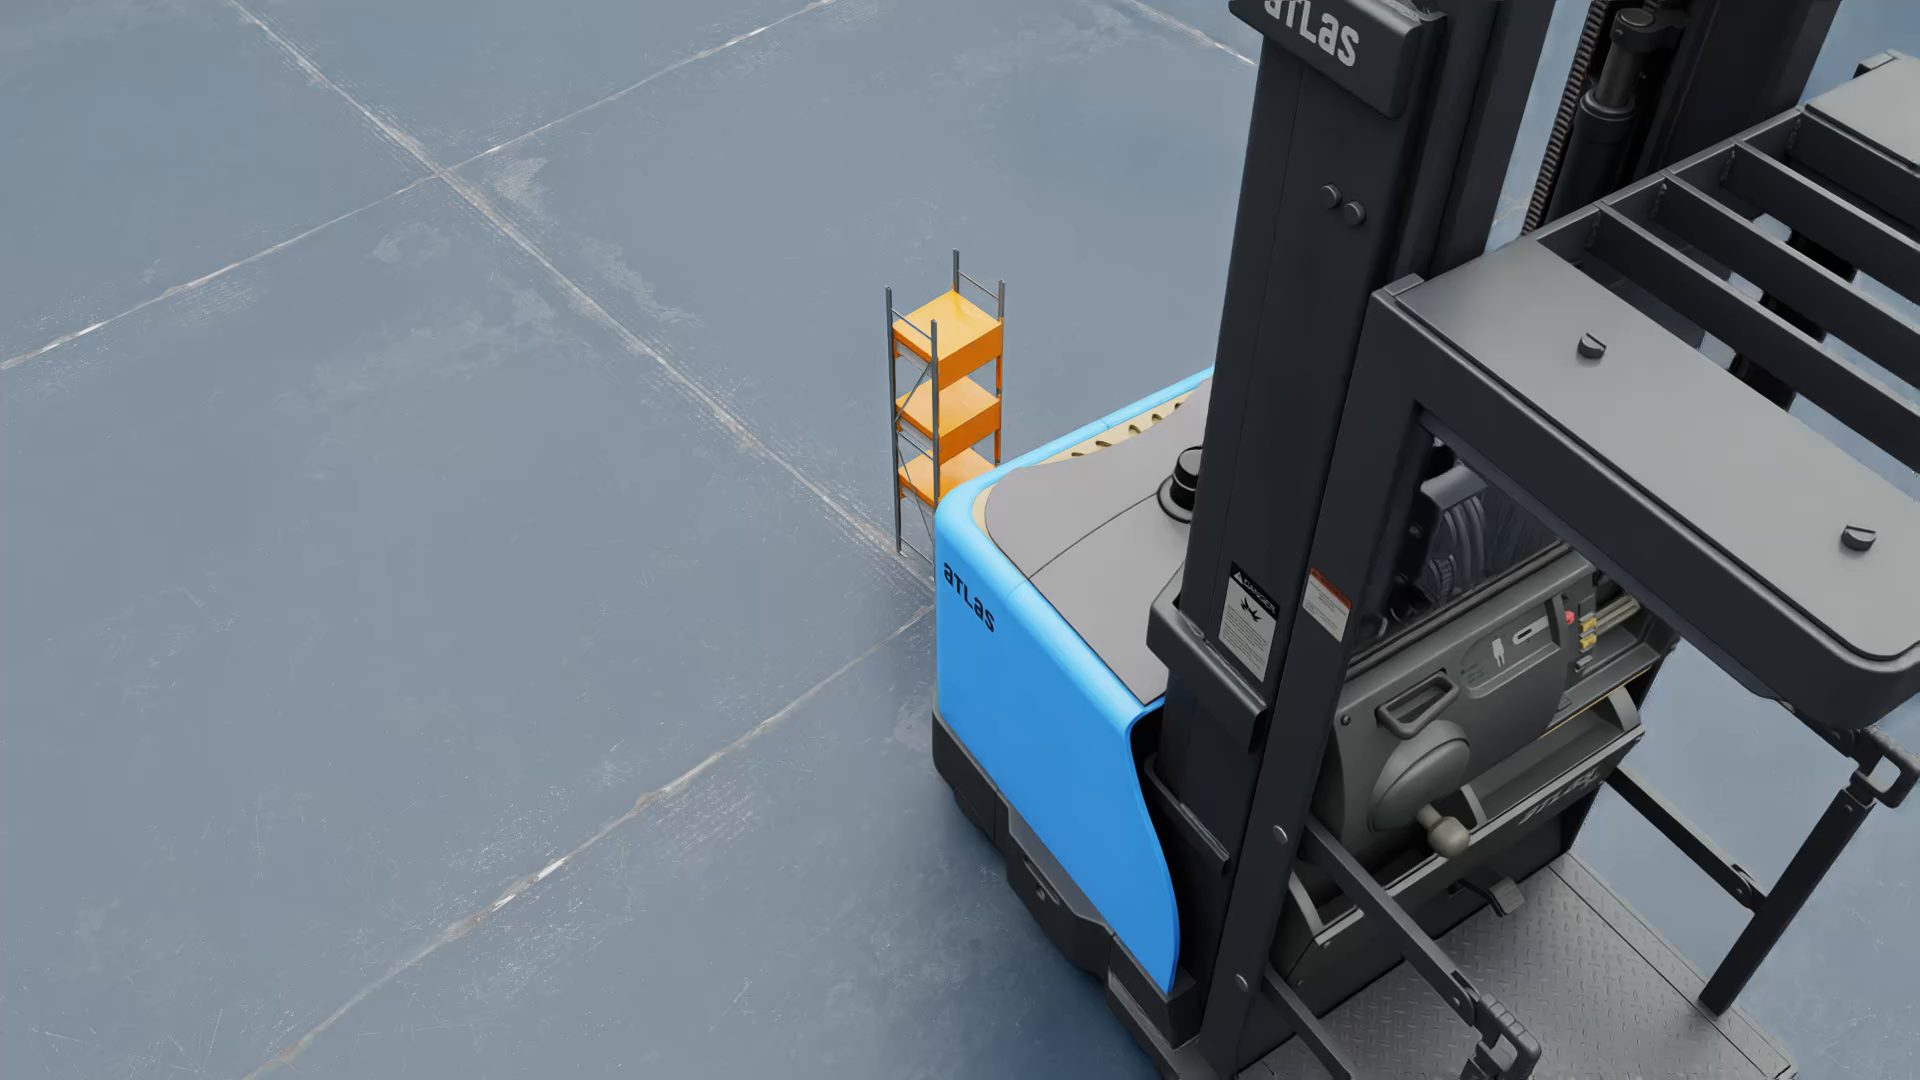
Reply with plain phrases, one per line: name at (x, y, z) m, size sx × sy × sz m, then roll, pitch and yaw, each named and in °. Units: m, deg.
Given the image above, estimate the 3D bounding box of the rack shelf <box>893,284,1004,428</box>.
rack shelf at (-0.040, -0.515, 4.639) m, size 0.240 × 0.259 × 0.215 m, roll -34°, pitch 56°, yaw -27°

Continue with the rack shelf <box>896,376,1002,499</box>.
rack shelf at (-0.040, -0.322, 4.848) m, size 0.240 × 0.259 × 0.215 m, roll -34°, pitch 56°, yaw -27°

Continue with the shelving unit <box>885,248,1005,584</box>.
shelving unit at (-0.040, -0.330, 4.840) m, size 0.252 × 1.050 × 0.215 m, roll -34°, pitch 56°, yaw -27°

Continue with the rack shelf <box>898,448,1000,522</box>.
rack shelf at (-0.040, -0.134, 5.052) m, size 0.240 × 0.259 × 0.215 m, roll -34°, pitch 56°, yaw -27°

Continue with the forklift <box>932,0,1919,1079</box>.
forklift at (1.155, 0.344, 2.938) m, size 1.130 × 2.935 × 3.031 m, roll -26°, pitch 52°, yaw -22°

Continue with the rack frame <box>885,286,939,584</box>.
rack frame at (-0.130, -0.269, 4.784) m, size 0.008 × 1.050 × 0.200 m, roll -34°, pitch 56°, yaw -27°

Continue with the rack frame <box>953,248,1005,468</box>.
rack frame at (0.051, -0.390, 4.895) m, size 0.008 × 1.050 × 0.200 m, roll -34°, pitch 56°, yaw -27°
